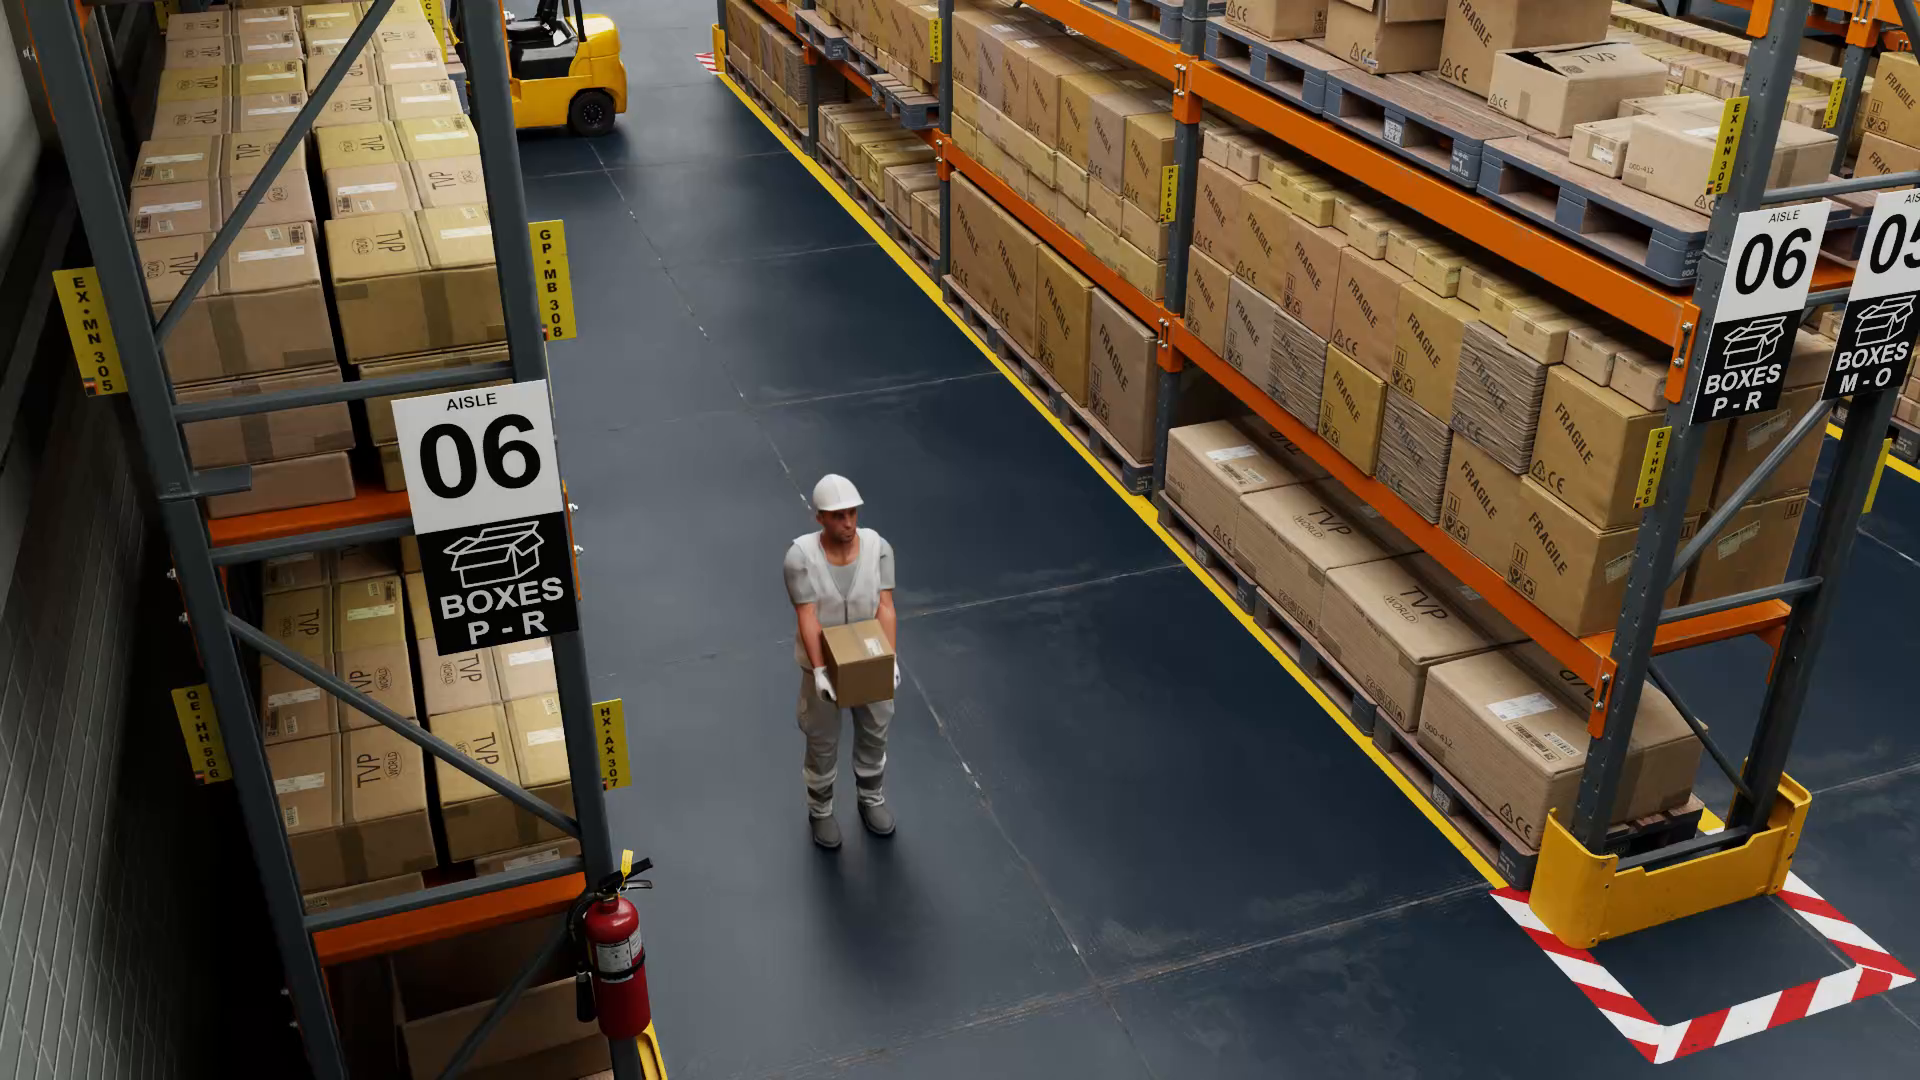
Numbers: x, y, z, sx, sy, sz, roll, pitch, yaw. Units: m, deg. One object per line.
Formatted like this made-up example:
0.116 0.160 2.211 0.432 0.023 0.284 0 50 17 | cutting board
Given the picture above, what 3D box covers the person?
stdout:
-0.478 0.587 7.294 0.494 1.782 0.569 -10 31 -17 | person
